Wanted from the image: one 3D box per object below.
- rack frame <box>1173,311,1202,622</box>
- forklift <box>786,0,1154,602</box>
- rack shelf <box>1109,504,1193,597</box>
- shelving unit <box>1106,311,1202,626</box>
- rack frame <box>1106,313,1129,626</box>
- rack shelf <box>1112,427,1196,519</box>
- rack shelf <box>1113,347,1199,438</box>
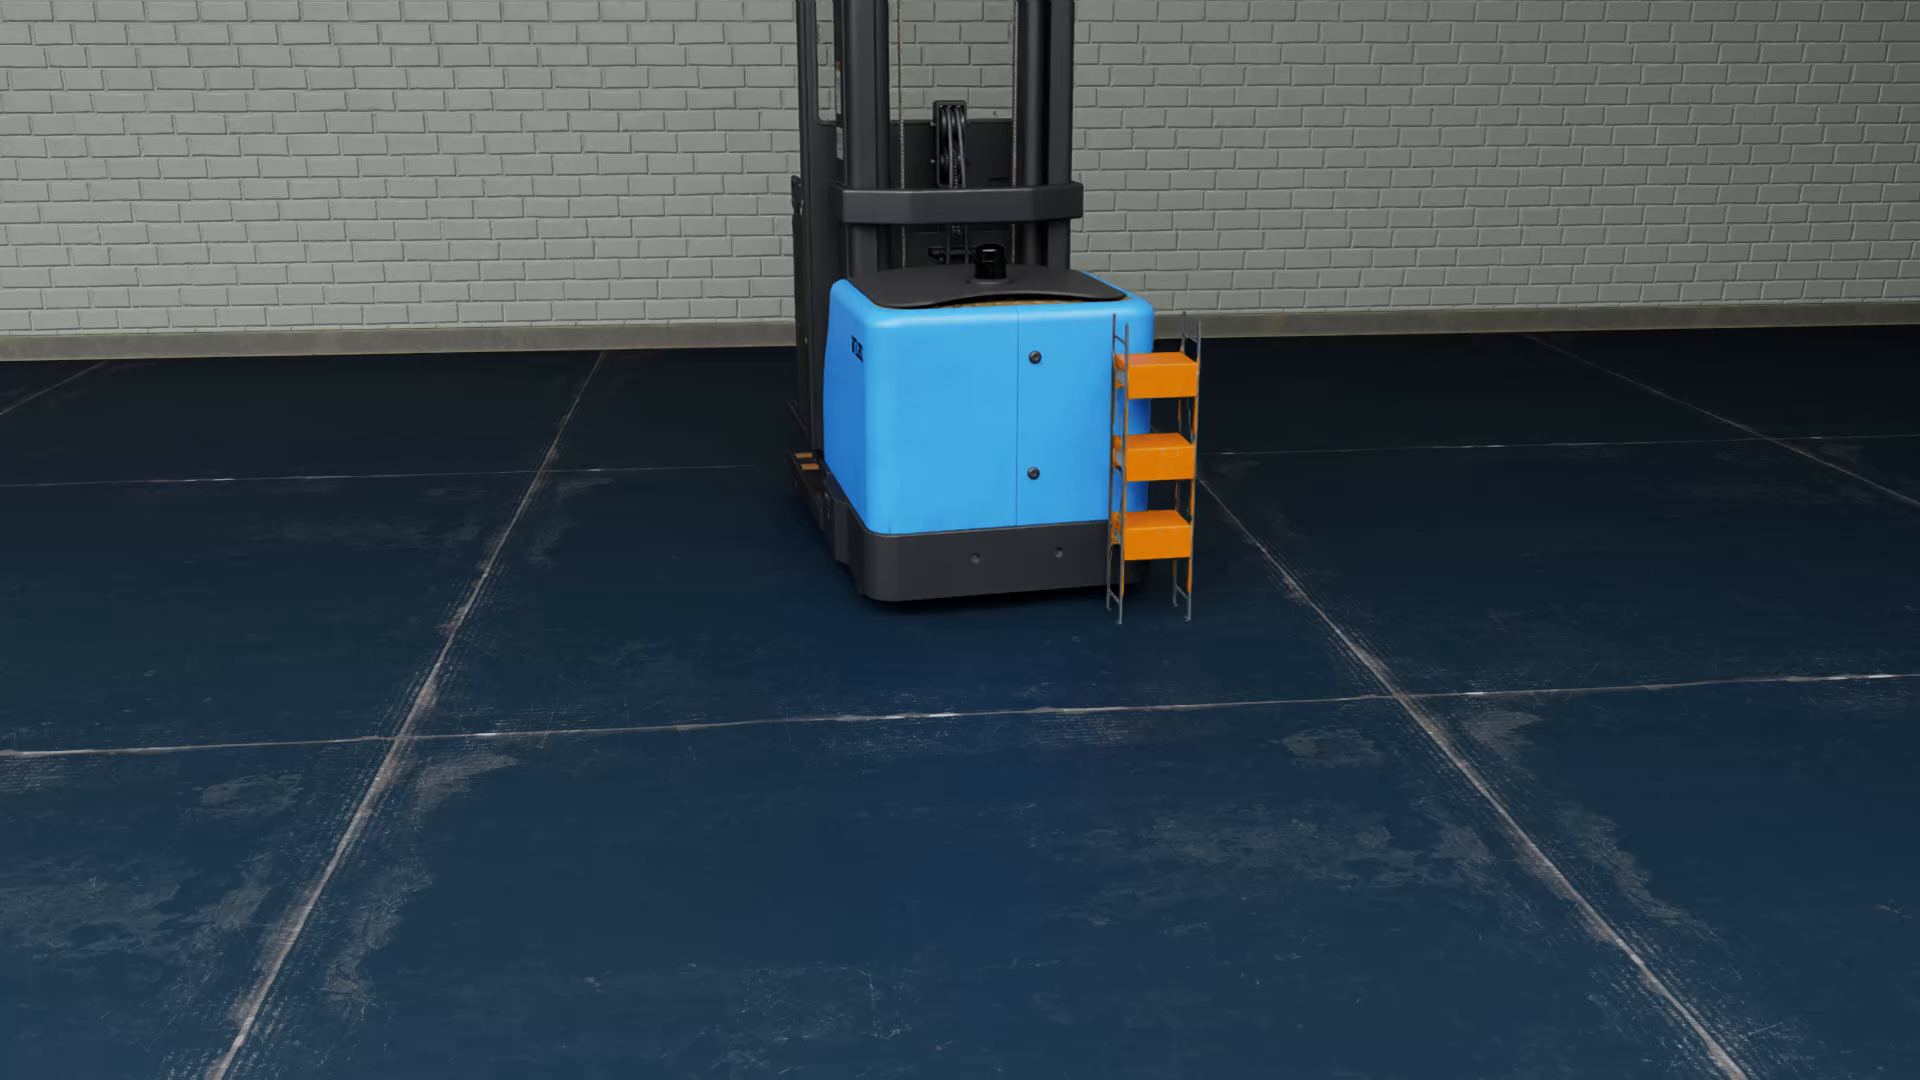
[{"bbox_3d":[0.777,-0.247,5.704,0.008,1.050,0.200,-3,18,-8],"label":"rack frame"},{"bbox_3d":[-0.148,-1.587,6.838,1.130,2.935,3.031,-4,18,-13],"label":"forklift"},{"bbox_3d":[0.658,0.035,5.774,0.240,0.259,0.215,-3,18,-8],"label":"rack shelf"},{"bbox_3d":[0.656,-0.240,5.687,0.252,1.050,0.215,-3,18,-8],"label":"shelving unit"},{"bbox_3d":[0.536,-0.234,5.670,0.008,1.050,0.200,-3,18,-8],"label":"rack frame"},{"bbox_3d":[0.656,-0.230,5.690,0.240,0.259,0.215,-3,18,-8],"label":"rack shelf"},{"bbox_3d":[0.655,-0.501,5.605,0.240,0.259,0.215,-3,18,-8],"label":"rack shelf"}]
